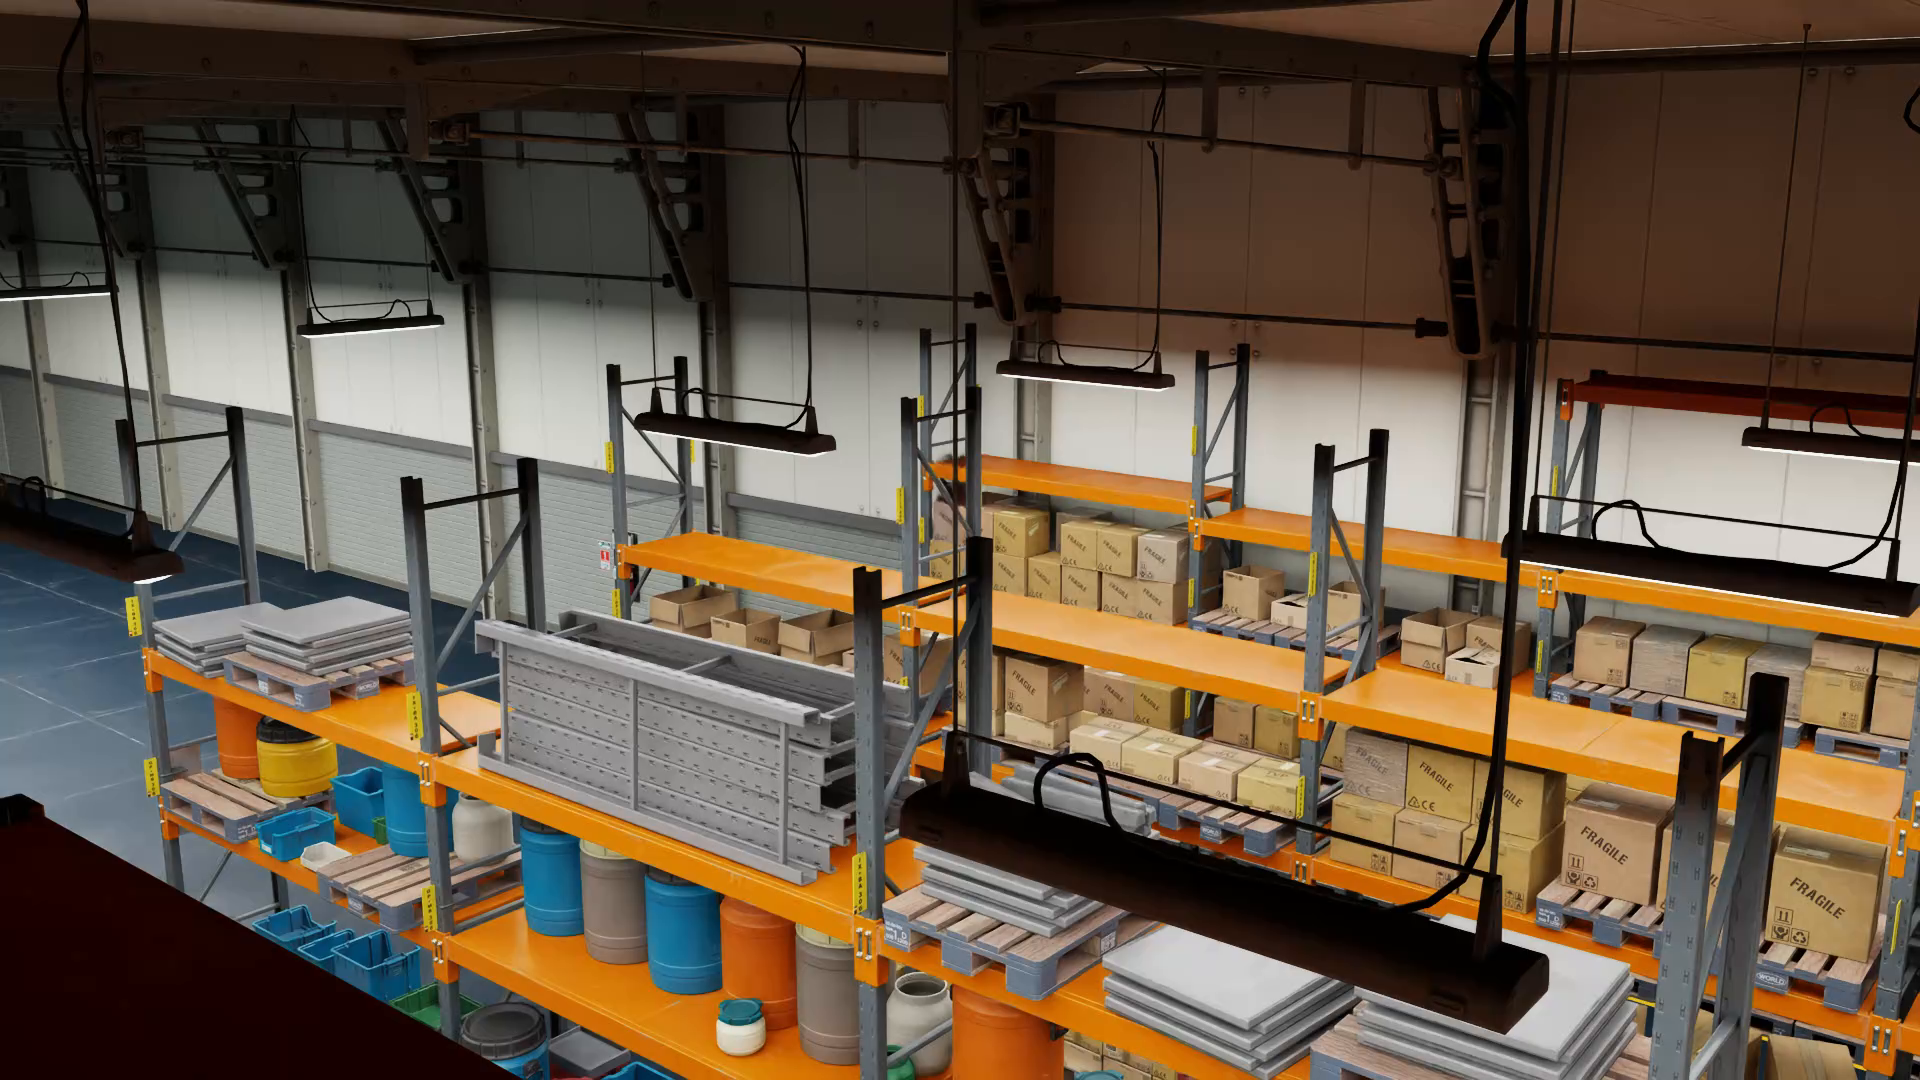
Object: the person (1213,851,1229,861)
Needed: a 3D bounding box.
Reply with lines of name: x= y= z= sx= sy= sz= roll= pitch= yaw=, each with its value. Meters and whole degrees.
person: x=2.480 y=3.633 z=16.070 sx=0.645 sy=1.796 sz=0.394 roll=9 pitch=15 yaw=35
